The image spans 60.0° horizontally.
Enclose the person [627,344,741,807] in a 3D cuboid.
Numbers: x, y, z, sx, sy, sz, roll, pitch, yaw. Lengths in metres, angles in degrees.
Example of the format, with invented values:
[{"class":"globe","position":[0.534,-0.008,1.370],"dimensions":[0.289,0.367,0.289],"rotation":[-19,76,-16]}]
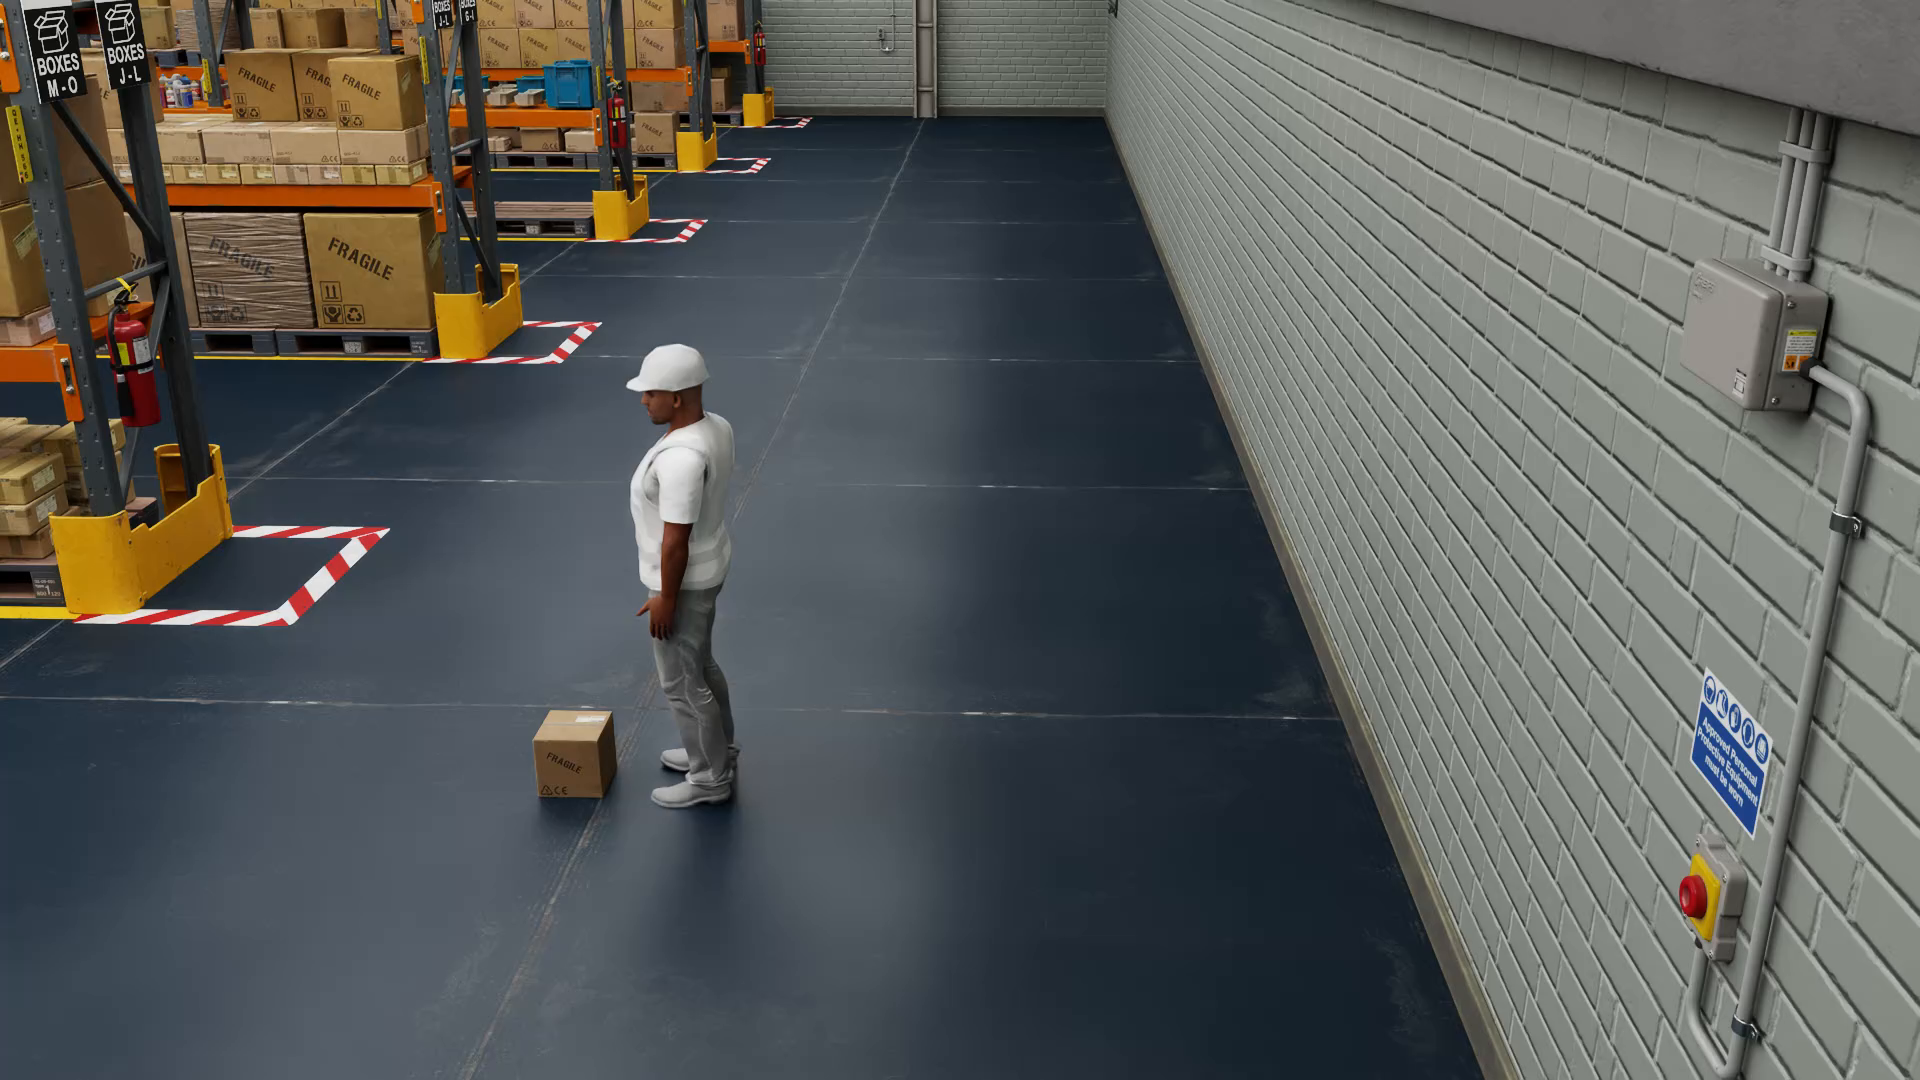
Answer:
[{"class":"person","position":[-1.024,0.138,6.197],"dimensions":[0.364,1.773,0.565],"rotation":[1,21,3]}]
